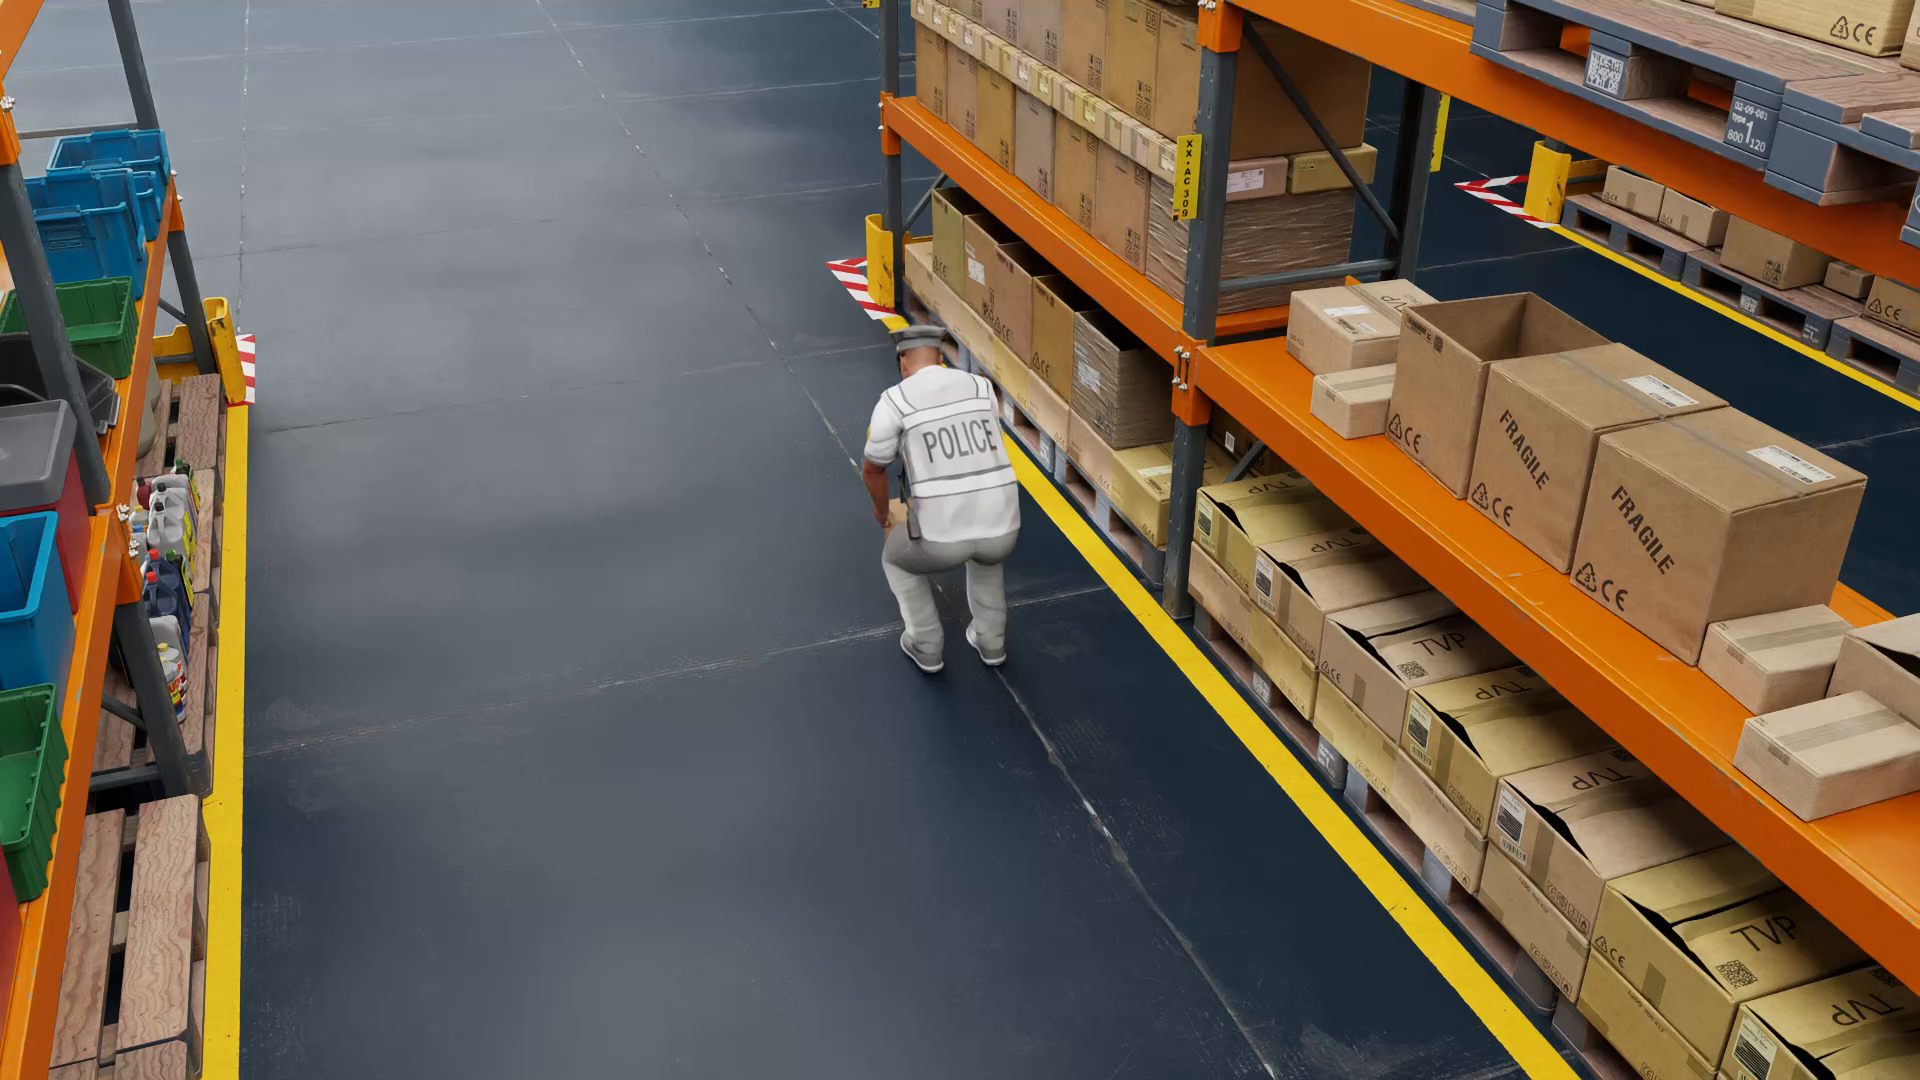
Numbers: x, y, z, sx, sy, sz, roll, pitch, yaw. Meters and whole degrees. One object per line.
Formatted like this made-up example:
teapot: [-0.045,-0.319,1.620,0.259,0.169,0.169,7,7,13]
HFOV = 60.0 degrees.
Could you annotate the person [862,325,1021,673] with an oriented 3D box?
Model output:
person: [-0.080,-0.129,6.760,0.590,1.352,0.823,-9,31,-15]
